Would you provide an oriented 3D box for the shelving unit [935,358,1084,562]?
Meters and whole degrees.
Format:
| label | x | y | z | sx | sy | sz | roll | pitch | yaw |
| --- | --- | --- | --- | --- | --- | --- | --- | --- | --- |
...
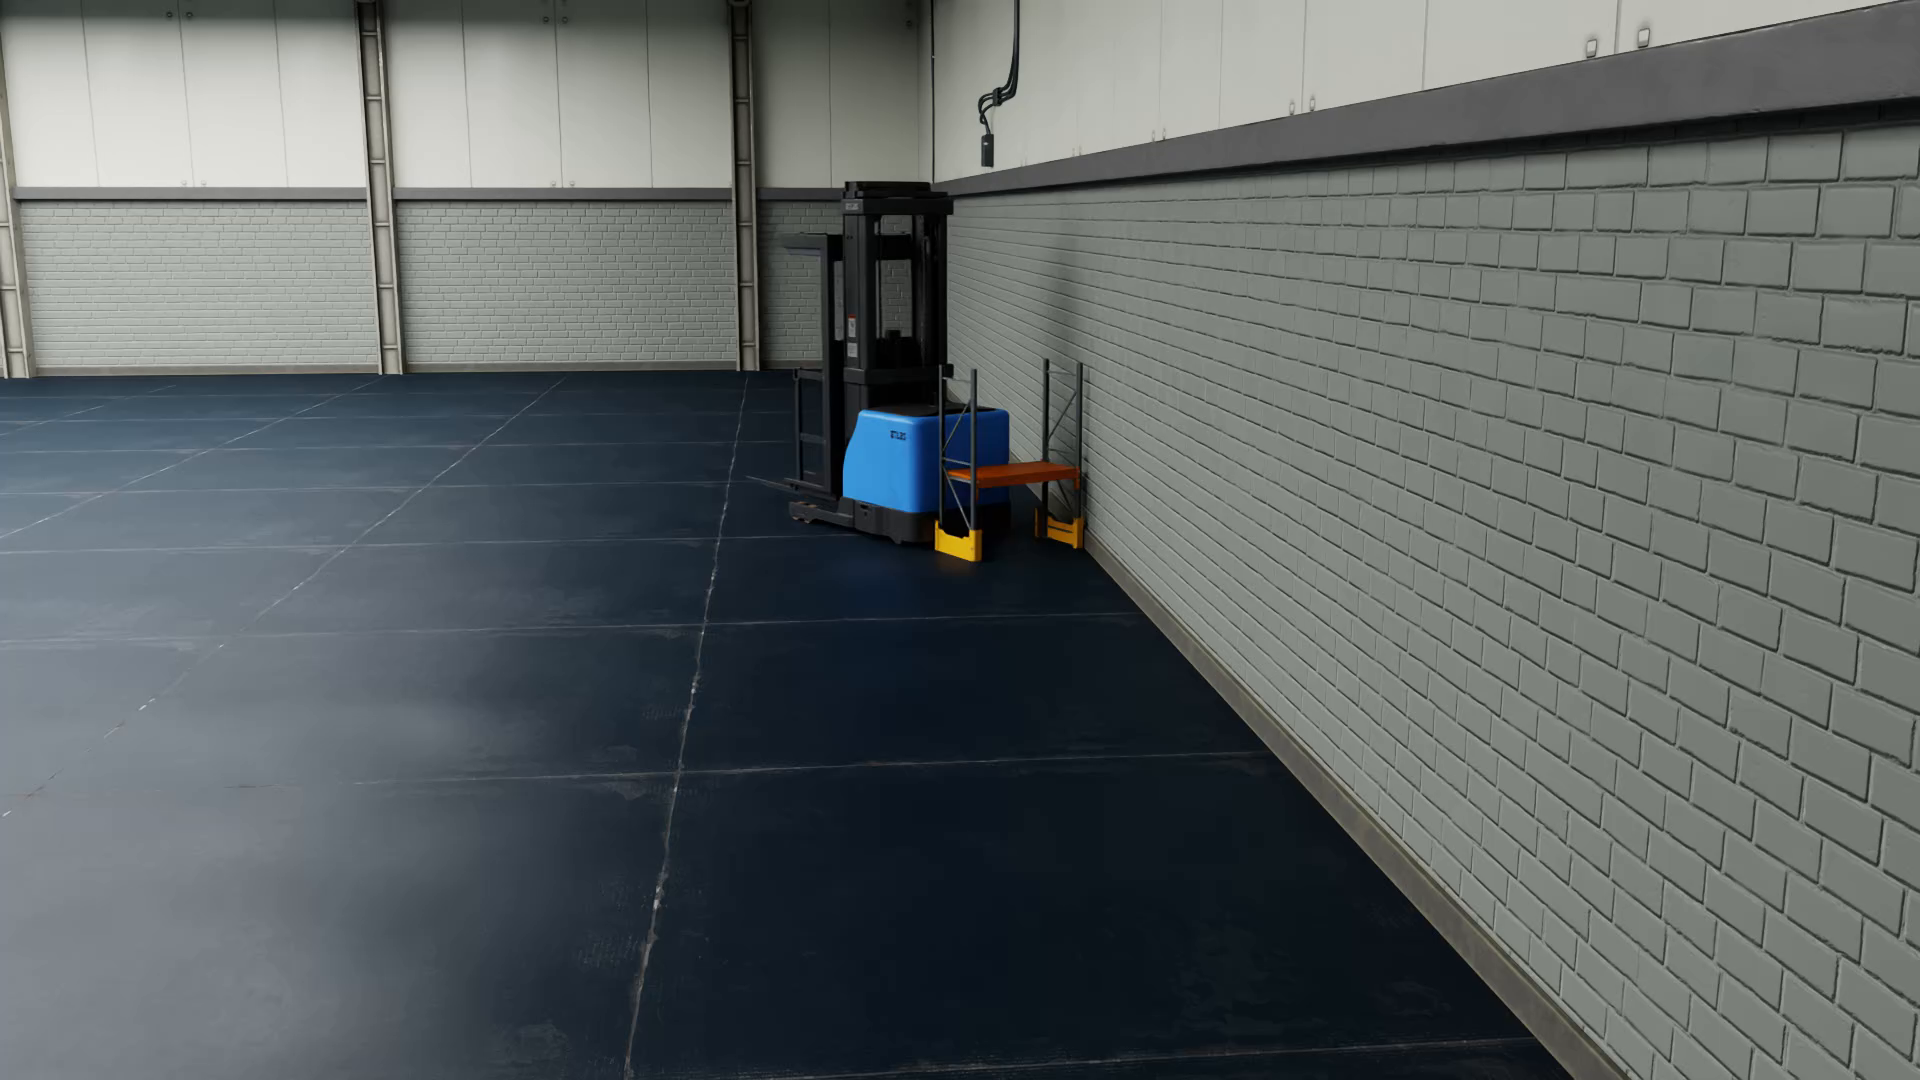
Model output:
| label | x | y | z | sx | sy | sz | roll | pitch | yaw |
| --- | --- | --- | --- | --- | --- | --- | --- | --- | --- |
| shelving unit | 0.401 | -0.665 | 13.365 | 1.083 | 1.500 | 0.587 | -7 | 13 | -32 |

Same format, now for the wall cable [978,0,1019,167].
| label | x | y | z | sx | sy | sz | roll | pitch | yaw |
| --- | --- | --- | --- | --- | --- | --- | --- | --- | --- |
| wall cable | 0.405 | -7.027 | 17.467 | 0.169 | 6.003 | 2.305 | -1 | 11 | -6 |

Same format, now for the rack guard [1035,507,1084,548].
| label | x | y | z | sx | sy | sz | roll | pitch | yaw |
| --- | --- | --- | --- | --- | --- | --- | --- | --- | --- |
| rack guard | 0.818 | -0.105 | 13.752 | 0.087 | 0.250 | 0.587 | -7 | 13 | -32 |

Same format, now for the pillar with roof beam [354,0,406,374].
| label | x | y | z | sx | sy | sz | roll | pitch | yaw |
| --- | --- | --- | --- | --- | --- | --- | --- | --- | --- |
| pillar with roof beam | -9.176 | -6.421 | 23.200 | 0.548 | 9.000 | 9.100 | -1 | 11 | -6 |

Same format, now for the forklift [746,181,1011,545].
| label | x | y | z | sx | sy | sz | roll | pitch | yaw |
| --- | --- | --- | --- | --- | --- | --- | --- | --- | --- |
| forklift | -0.860 | -1.632 | 14.573 | 1.130 | 2.935 | 3.031 | -8 | 14 | -36 |

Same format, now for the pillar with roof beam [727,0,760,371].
| label | x | y | z | sx | sy | sz | roll | pitch | yaw |
| --- | --- | --- | --- | --- | --- | --- | --- | --- | --- |
| pillar with roof beam | -3.211 | -6.546 | 23.836 | 0.548 | 9.000 | 9.100 | -1 | 11 | -6 |

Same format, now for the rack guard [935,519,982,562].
| label | x | y | z | sx | sy | sz | roll | pitch | yaw |
| --- | --- | --- | --- | --- | --- | --- | --- | --- | --- |
| rack guard | -0.016 | 0.000 | 13.219 | 0.087 | 0.250 | 0.587 | -7 | 13 | -32 |

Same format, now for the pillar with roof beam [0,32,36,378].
| label | x | y | z | sx | sy | sz | roll | pitch | yaw |
| --- | --- | --- | --- | --- | --- | --- | --- | --- | --- |
| pillar with roof beam | -15.141 | -6.296 | 22.564 | 0.400 | 9.000 | 9.100 | -1 | 11 | -6 |

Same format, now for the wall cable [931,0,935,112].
| label | x | y | z | sx | sy | sz | roll | pitch | yaw |
| --- | --- | --- | --- | --- | --- | --- | --- | --- | --- |
| wall cable | -0.313 | -7.615 | 24.231 | 0.112 | 2.526 | 3.097 | -1 | 11 | -6 |

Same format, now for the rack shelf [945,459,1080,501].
| label | x | y | z | sx | sy | sz | roll | pitch | yaw |
| --- | --- | --- | --- | --- | --- | --- | --- | --- | --- |
| rack shelf | 0.408 | -0.490 | 13.404 | 1.000 | 0.185 | 0.538 | -7 | 13 | -32 |

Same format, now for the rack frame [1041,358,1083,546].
| label | x | y | z | sx | sy | sz | roll | pitch | yaw |
| --- | --- | --- | --- | --- | --- | --- | --- | --- | --- |
| rack frame | 0.834 | -0.720 | 13.642 | 0.032 | 1.500 | 0.500 | -7 | 13 | -32 |

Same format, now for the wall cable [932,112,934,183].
| label | x | y | z | sx | sy | sz | roll | pitch | yaw |
| --- | --- | --- | --- | --- | --- | --- | --- | --- | --- |
| wall cable | -0.605 | -5.656 | 27.357 | 0.112 | 2.526 | 3.097 | -1 | 11 | -6 |

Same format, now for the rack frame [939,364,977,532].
| label | x | y | z | sx | sy | sz | roll | pitch | yaw |
| --- | --- | --- | --- | --- | --- | --- | --- | --- | --- |
| rack frame | -0.017 | -0.613 | 13.097 | 0.032 | 1.500 | 0.500 | -7 | 13 | -32 |
